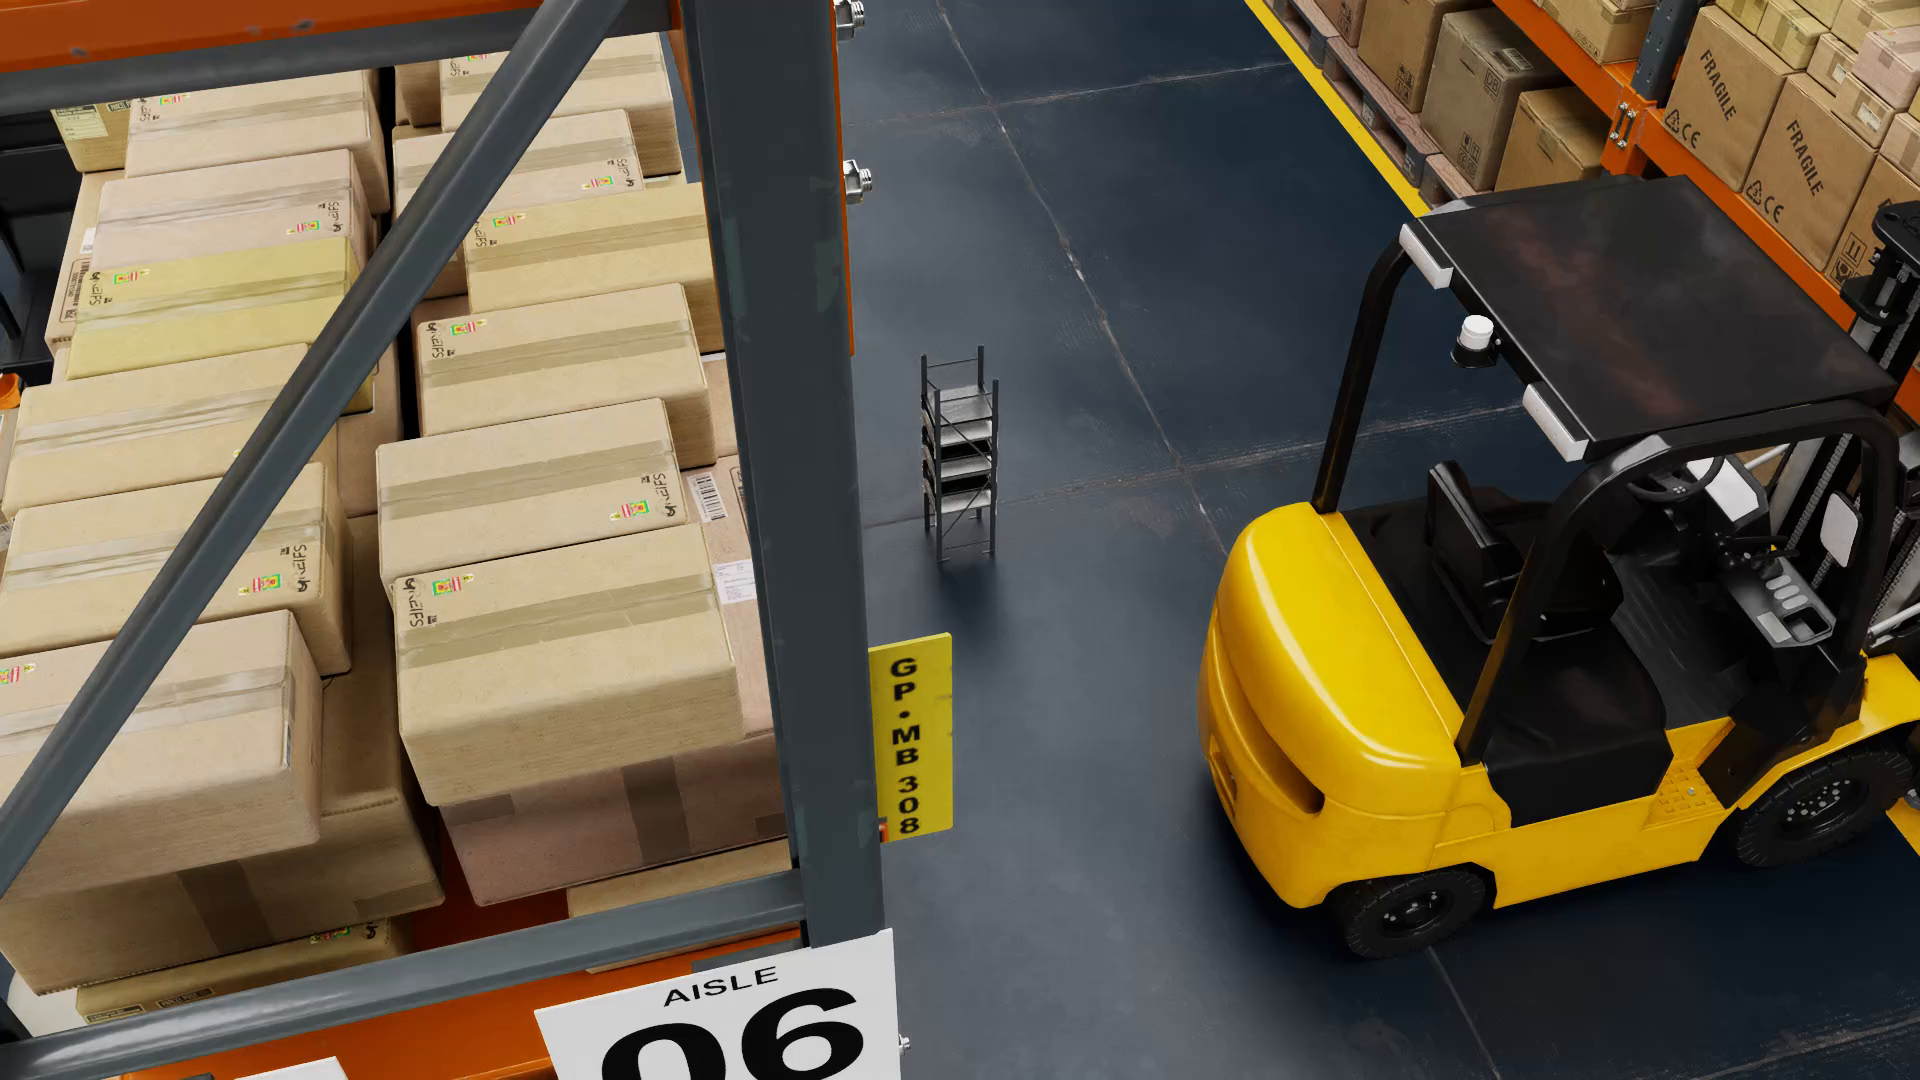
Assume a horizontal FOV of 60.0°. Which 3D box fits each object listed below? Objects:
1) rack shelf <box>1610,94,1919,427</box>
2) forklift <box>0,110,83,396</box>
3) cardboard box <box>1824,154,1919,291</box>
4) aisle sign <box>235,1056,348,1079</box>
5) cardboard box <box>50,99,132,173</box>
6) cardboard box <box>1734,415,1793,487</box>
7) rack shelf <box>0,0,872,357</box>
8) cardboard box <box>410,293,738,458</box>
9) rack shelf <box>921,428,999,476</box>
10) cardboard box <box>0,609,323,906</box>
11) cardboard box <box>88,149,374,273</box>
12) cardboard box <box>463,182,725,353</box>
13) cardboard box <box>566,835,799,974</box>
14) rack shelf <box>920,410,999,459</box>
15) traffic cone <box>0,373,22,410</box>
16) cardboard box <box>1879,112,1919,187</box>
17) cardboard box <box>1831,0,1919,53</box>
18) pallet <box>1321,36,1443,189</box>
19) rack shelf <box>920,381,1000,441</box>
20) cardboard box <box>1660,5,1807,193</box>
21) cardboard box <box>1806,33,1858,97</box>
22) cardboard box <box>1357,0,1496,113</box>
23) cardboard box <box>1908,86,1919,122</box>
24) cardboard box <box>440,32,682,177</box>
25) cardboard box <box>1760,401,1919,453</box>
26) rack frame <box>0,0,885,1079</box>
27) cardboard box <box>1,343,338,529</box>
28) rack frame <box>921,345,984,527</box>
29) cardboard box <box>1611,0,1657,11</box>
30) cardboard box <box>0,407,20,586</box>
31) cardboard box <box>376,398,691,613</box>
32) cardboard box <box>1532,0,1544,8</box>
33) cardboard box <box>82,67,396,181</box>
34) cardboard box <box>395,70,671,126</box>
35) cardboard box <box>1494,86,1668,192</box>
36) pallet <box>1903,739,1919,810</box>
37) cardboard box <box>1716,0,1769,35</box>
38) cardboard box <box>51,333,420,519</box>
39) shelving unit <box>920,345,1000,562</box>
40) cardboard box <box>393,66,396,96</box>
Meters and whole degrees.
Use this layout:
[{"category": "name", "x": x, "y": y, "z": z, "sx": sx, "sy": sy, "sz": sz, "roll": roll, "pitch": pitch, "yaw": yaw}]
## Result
[{"category": "rack shelf", "x": 3.704, "y": -0.370, "z": 5.516, "sx": 1.077, "sy": 0.370, "sz": 4.000, "roll": -11, "pitch": 47, "yaw": -10}, {"category": "forklift", "x": -3.620, "y": -1.918, "z": 6.577, "sx": 1.130, "sy": 2.935, "sz": 3.031, "roll": -10, "pitch": 46, "yaw": -10}, {"category": "cardboard box", "x": 3.333, "y": -0.977, "z": 5.538, "sx": 0.500, "sy": 0.500, "sz": 0.500, "roll": -11, "pitch": 47, "yaw": -11}, {"category": "aisle sign", "x": -0.846, "y": 0.855, "z": 1.991, "sx": 0.394, "sy": 0.787, "sz": 0.004, "roll": -11, "pitch": 47, "yaw": -10}, {"category": "cardboard box", "x": -1.379, "y": -0.804, "z": 2.955, "sx": 0.380, "sy": 0.149, "sz": 0.250, "roll": -10, "pitch": 46, "yaw": -9}, {"category": "cardboard box", "x": 3.266, "y": -0.275, "z": 6.200, "sx": 0.500, "sy": 0.250, "sz": 0.500, "roll": -11, "pitch": 47, "yaw": -11}, {"category": "rack shelf", "x": -1.093, "y": -1.558, "z": 2.482, "sx": 1.077, "sy": 0.370, "sz": 4.000, "roll": -11, "pitch": 47, "yaw": -10}, {"category": "cardboard box", "x": -0.572, "y": -0.177, "z": 2.620, "sx": 0.500, "sy": 0.250, "sz": 0.500, "roll": -11, "pitch": 47, "yaw": -11}, {"category": "rack shelf", "x": -0.002, "y": -0.360, "z": 6.394, "sx": 0.258, "sy": 0.077, "sz": 0.200, "roll": -11, "pitch": 47, "yaw": -10}, {"category": "cardboard box", "x": -0.953, "y": 0.249, "z": 1.923, "sx": 0.380, "sy": 0.149, "sz": 0.250, "roll": -10, "pitch": 46, "yaw": -10}, {"category": "cardboard box", "x": -1.136, "y": -0.464, "z": 2.622, "sx": 0.380, "sy": 0.149, "sz": 0.250, "roll": -11, "pitch": 47, "yaw": -10}, {"category": "cardboard box", "x": -0.552, "y": -0.396, "z": 2.555, "sx": 0.380, "sy": 0.149, "sz": 0.250, "roll": -11, "pitch": 47, "yaw": -10}, {"category": "cardboard box", "x": -0.352, "y": 0.419, "z": 2.315, "sx": 0.380, "sy": 0.149, "sz": 0.250, "roll": -11, "pitch": 47, "yaw": -10}, {"category": "rack shelf", "x": -0.002, "y": -0.423, "z": 6.329, "sx": 0.258, "sy": 0.077, "sz": 0.200, "roll": -11, "pitch": 47, "yaw": -10}, {"category": "traffic cone", "x": -4.317, "y": -0.822, "z": 7.231, "sx": 0.336, "sy": 0.463, "sz": 0.334, "roll": -11, "pitch": 47, "yaw": -10}, {"category": "cardboard box", "x": 3.238, "y": -1.278, "z": 5.378, "sx": 0.380, "sy": 0.149, "sz": 0.250, "roll": -11, "pitch": 47, "yaw": -11}, {"category": "cardboard box", "x": 3.215, "y": -1.756, "z": 5.638, "sx": 0.380, "sy": 0.149, "sz": 0.250, "roll": -11, "pitch": 47, "yaw": -11}, {"category": "pallet", "x": 2.650, "y": -2.372, "z": 8.927, "sx": 1.003, "sy": 0.211, "sz": 1.213, "roll": -11, "pitch": 47, "yaw": -10}, {"category": "rack shelf", "x": -0.002, "y": -0.486, "z": 6.265, "sx": 0.258, "sy": 0.077, "sz": 0.200, "roll": -11, "pitch": 47, "yaw": -10}, {"category": "cardboard box", "x": 3.053, "y": -1.683, "z": 6.229, "sx": 0.500, "sy": 0.500, "sz": 0.500, "roll": -12, "pitch": 47, "yaw": -11}, {"category": "cardboard box", "x": 3.181, "y": -1.643, "z": 5.736, "sx": 0.380, "sy": 0.149, "sz": 0.250, "roll": -11, "pitch": 47, "yaw": -10}, {"category": "cardboard box", "x": 2.662, "y": -2.732, "z": 8.696, "sx": 0.875, "sy": 0.625, "sz": 0.625, "roll": -12, "pitch": 47, "yaw": -12}, {"category": "cardboard box", "x": 3.274, "y": -1.385, "z": 5.275, "sx": 0.380, "sy": 0.149, "sz": 0.250, "roll": -11, "pitch": 47, "yaw": -11}, {"category": "cardboard box", "x": -0.696, "y": -0.745, "z": 2.897, "sx": 0.380, "sy": 0.149, "sz": 0.250, "roll": -10, "pitch": 46, "yaw": -9}, {"category": "cardboard box", "x": 3.272, "y": -0.449, "z": 6.021, "sx": 0.500, "sy": 0.250, "sz": 0.500, "roll": -9, "pitch": 46, "yaw": -9}, {"category": "rack frame", "x": -0.581, "y": -0.430, "z": 0.871, "sx": 1.000, "sy": 3.000, "sz": 0.127, "roll": -11, "pitch": 47, "yaw": -10}, {"category": "cardboard box", "x": -1.065, "y": -0.109, "z": 2.274, "sx": 0.380, "sy": 0.149, "sz": 0.250, "roll": -11, "pitch": 47, "yaw": -11}, {"category": "rack frame", "x": -0.028, "y": -0.391, "z": 6.503, "sx": 0.240, "sy": 0.900, "sz": 0.006, "roll": -11, "pitch": 47, "yaw": -10}, {"category": "cardboard box", "x": 2.819, "y": -2.417, "z": 6.774, "sx": 0.500, "sy": 0.250, "sz": 0.500, "roll": -12, "pitch": 47, "yaw": -11}, {"category": "cardboard box", "x": -3.318, "y": -0.136, "z": 6.003, "sx": 0.500, "sy": 0.500, "sz": 0.500, "roll": -11, "pitch": 47, "yaw": -10}, {"category": "cardboard box", "x": -0.555, "y": -0.025, "z": 2.192, "sx": 0.380, "sy": 0.149, "sz": 0.250, "roll": -11, "pitch": 47, "yaw": -10}, {"category": "cardboard box", "x": 2.676, "y": -2.596, "z": 7.299, "sx": 0.500, "sy": 0.250, "sz": 0.500, "roll": -11, "pitch": 47, "yaw": -11}, {"category": "cardboard box", "x": -1.369, "y": -0.789, "z": 3.220, "sx": 0.500, "sy": 0.250, "sz": 0.500, "roll": -10, "pitch": 46, "yaw": -10}, {"category": "cardboard box", "x": -0.841, "y": -0.887, "z": 3.315, "sx": 0.500, "sy": 0.250, "sz": 0.500, "roll": -10, "pitch": 46, "yaw": -9}, {"category": "cardboard box", "x": 3.047, "y": -1.676, "z": 7.661, "sx": 0.875, "sy": 0.625, "sz": 0.625, "roll": -9, "pitch": 46, "yaw": -9}, {"category": "pallet", "x": 3.671, "y": 0.374, "z": 6.235, "sx": 1.003, "sy": 0.211, "sz": 1.213, "roll": -11, "pitch": 47, "yaw": -10}, {"category": "cardboard box", "x": 3.019, "y": -1.996, "z": 6.082, "sx": 0.380, "sy": 0.149, "sz": 0.250, "roll": -11, "pitch": 47, "yaw": -11}, {"category": "cardboard box", "x": -1.088, "y": -0.086, "z": 2.531, "sx": 0.500, "sy": 0.250, "sz": 0.500, "roll": -11, "pitch": 47, "yaw": -11}, {"category": "shelving unit", "x": -0.002, "y": -0.321, "z": 6.434, "sx": 0.258, "sy": 0.900, "sz": 0.210, "roll": -11, "pitch": 47, "yaw": -10}, {"category": "cardboard box", "x": -1.496, "y": -1.086, "z": 3.789, "sx": 0.380, "sy": 0.149, "sz": 0.250, "roll": -12, "pitch": 47, "yaw": -12}]
